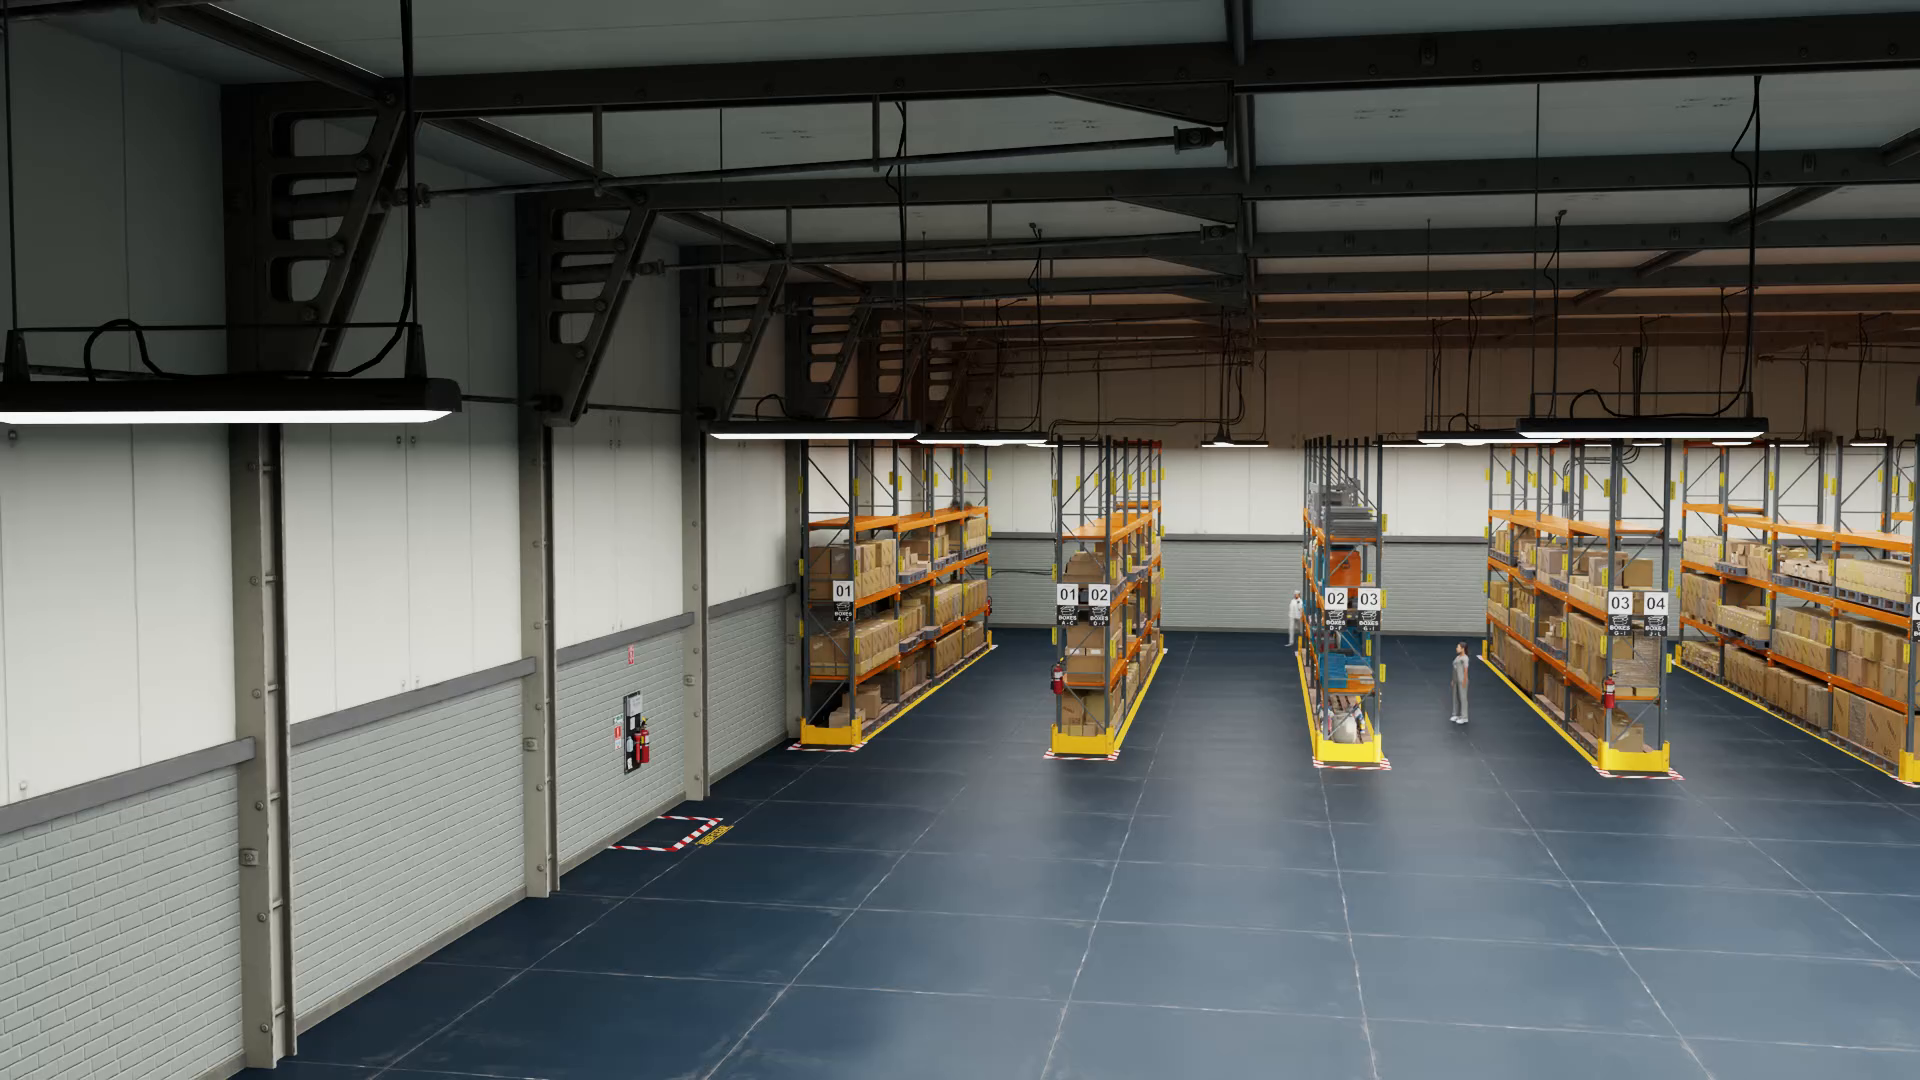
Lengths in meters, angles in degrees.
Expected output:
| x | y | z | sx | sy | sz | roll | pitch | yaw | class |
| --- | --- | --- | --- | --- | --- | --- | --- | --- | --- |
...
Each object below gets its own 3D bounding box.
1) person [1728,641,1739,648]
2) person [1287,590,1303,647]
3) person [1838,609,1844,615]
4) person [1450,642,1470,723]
| x | y | z | sx | sy | sz | roll | pitch | yaw | class |
| --- | --- | --- | --- | --- | --- | --- | --- | --- | --- |
| 21.381 | 2.392 | 46.016 | 0.500 | 1.683 | 0.465 | 0 | 3 | -7 | person |
| 9.831 | 2.276 | 48.607 | 0.490 | 1.621 | 0.921 | 1 | 3 | 16 | person |
| 22.204 | 2.560 | 42.007 | 0.632 | 1.819 | 0.552 | -1 | 3 | -20 | person |
| 10.528 | 2.988 | 34.994 | 0.381 | 1.677 | 0.479 | -1 | 3 | -15 | person |
